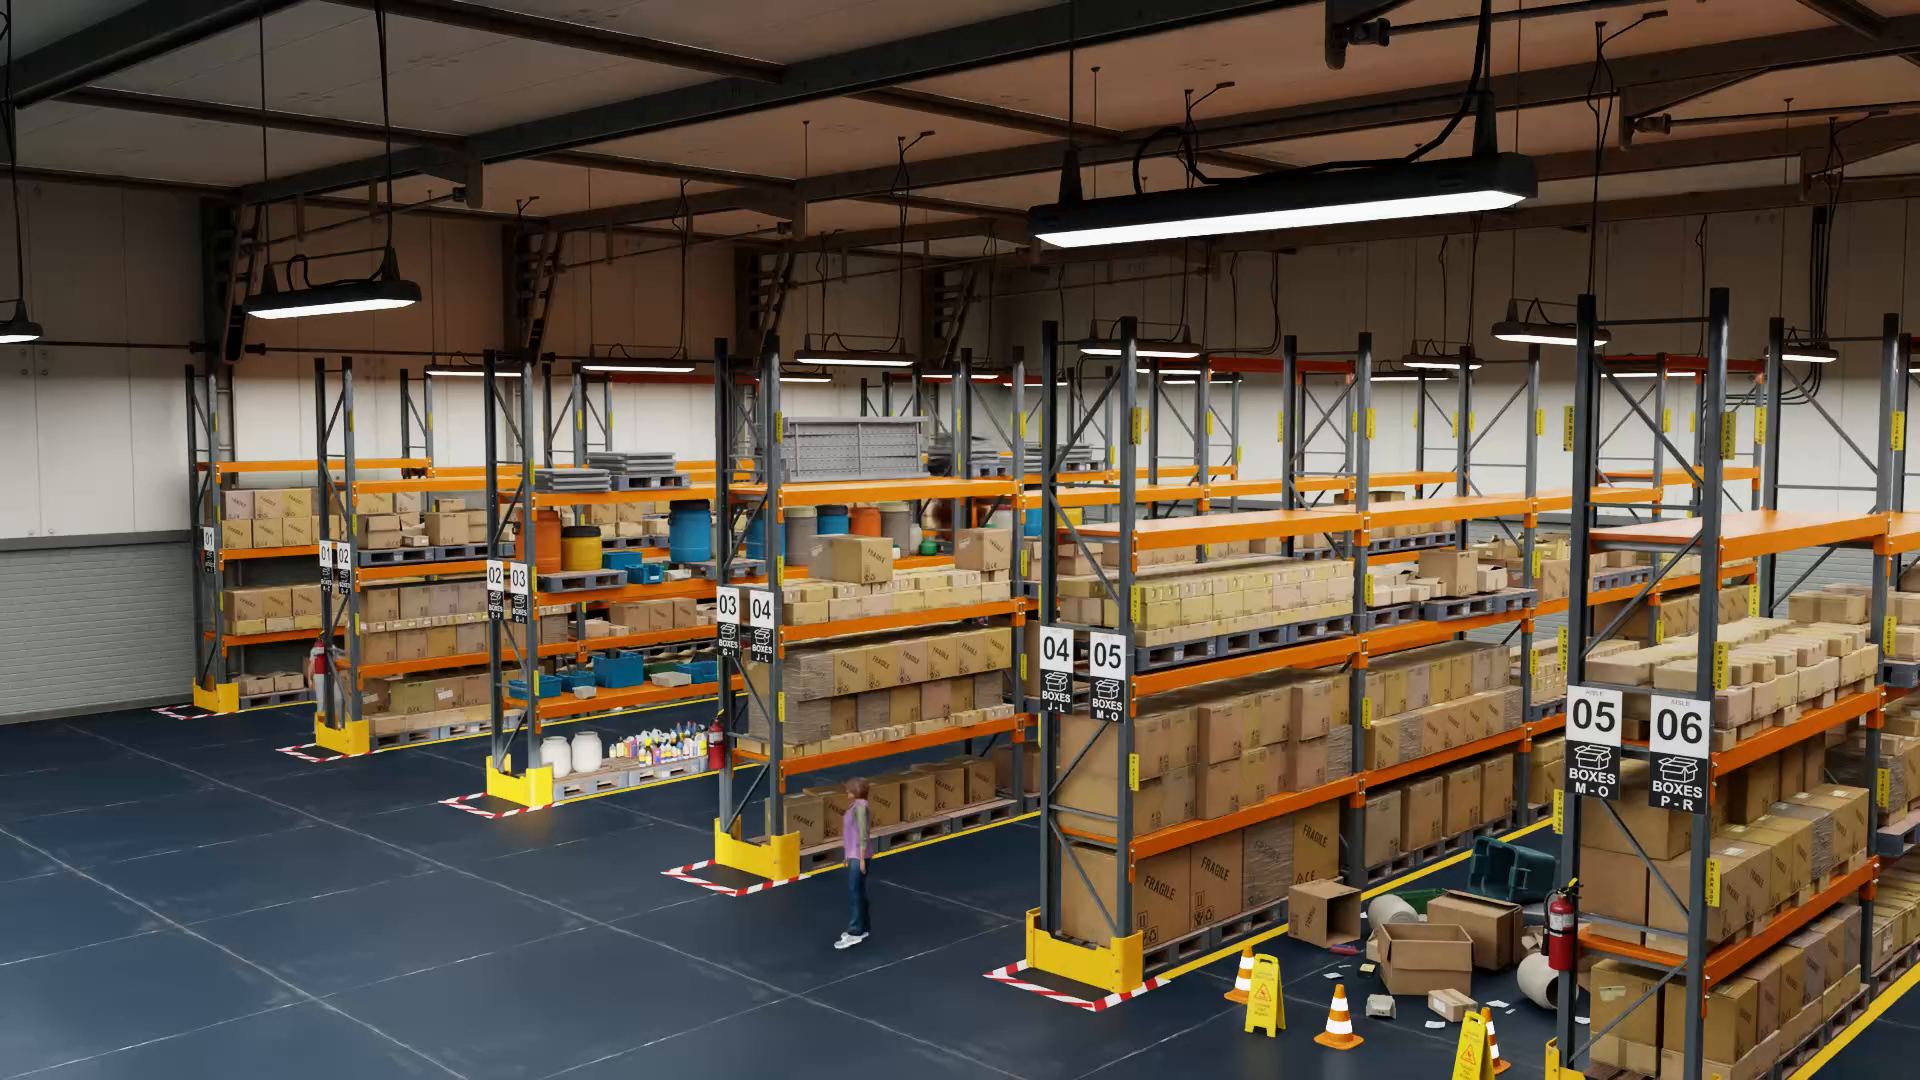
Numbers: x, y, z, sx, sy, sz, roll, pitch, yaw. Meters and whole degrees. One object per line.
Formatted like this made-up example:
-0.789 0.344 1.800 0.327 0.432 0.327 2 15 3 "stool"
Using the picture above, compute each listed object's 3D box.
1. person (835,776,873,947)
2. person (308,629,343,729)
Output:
-1.042 3.122 16.249 0.387 1.612 0.507 0 4 -6 "person"
-10.296 2.277 26.967 0.528 1.684 0.358 -3 5 -36 "person"
